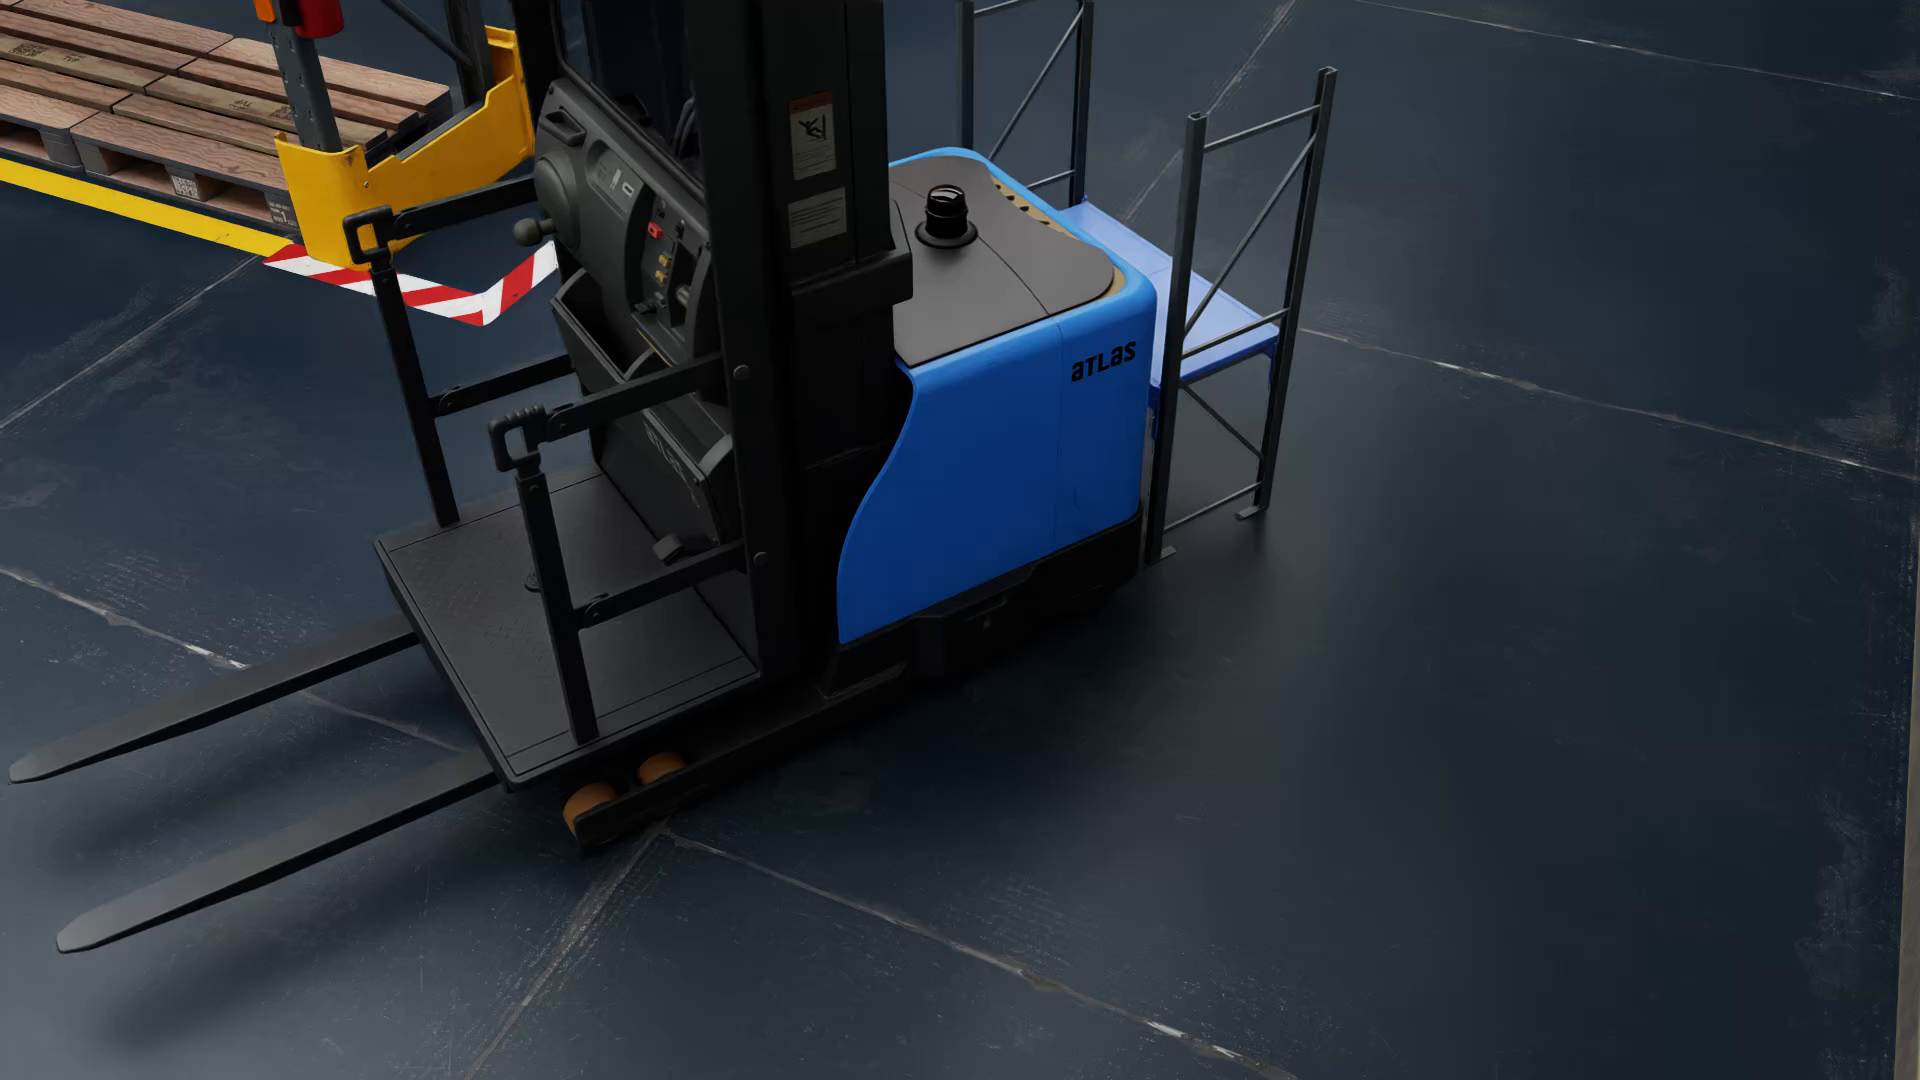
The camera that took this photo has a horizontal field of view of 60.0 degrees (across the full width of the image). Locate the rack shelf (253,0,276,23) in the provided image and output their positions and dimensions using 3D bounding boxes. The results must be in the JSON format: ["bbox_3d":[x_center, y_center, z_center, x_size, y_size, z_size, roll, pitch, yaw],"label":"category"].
[{"bbox_3d":[-4.032,-2.834,6.779,4.000,0.370,1.077,17,44,19],"label":"rack shelf"}]

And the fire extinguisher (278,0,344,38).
[{"bbox_3d":[-2.275,-2.071,5.692,0.183,0.674,0.296,17,44,19],"label":"fire extinguisher"}]

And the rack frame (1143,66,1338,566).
[{"bbox_3d":[0.784,-0.588,4.783,0.500,1.500,0.032,-25,47,-26],"label":"rack frame"}]

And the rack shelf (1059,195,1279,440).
[{"bbox_3d":[0.493,-0.725,5.215,0.538,0.185,1.000,-25,47,-26],"label":"rack shelf"}]

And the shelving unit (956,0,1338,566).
[{"bbox_3d":[0.493,-0.861,5.098,0.538,1.500,1.048,-25,47,-26],"label":"shelving unit"}]

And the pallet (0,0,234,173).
[{"bbox_3d":[-4.052,-2.089,7.498,1.213,0.211,1.003,17,44,19],"label":"pallet"}]

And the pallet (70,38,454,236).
[{"bbox_3d":[-2.950,-1.750,7.108,1.213,0.211,1.003,17,44,19],"label":"pallet"}]

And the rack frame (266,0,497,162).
[{"bbox_3d":[-2.219,-2.552,5.904,0.127,3.000,1.000,17,44,19],"label":"rack frame"}]

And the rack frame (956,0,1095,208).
[{"bbox_3d":[0.202,-1.133,5.412,0.500,1.500,0.032,-25,47,-26],"label":"rack frame"}]

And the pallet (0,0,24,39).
[{"bbox_3d":[-5.161,-2.426,7.887,1.213,0.211,1.003,17,44,19],"label":"pallet"}]

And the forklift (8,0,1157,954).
[{"bbox_3d":[-0.975,-0.711,3.833,3.031,2.935,1.130,-23,46,-24],"label":"forklift"}]

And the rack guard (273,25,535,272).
[{"bbox_3d":[-2.192,-1.609,6.724,0.348,0.500,1.175,17,44,19],"label":"rack guard"}]
